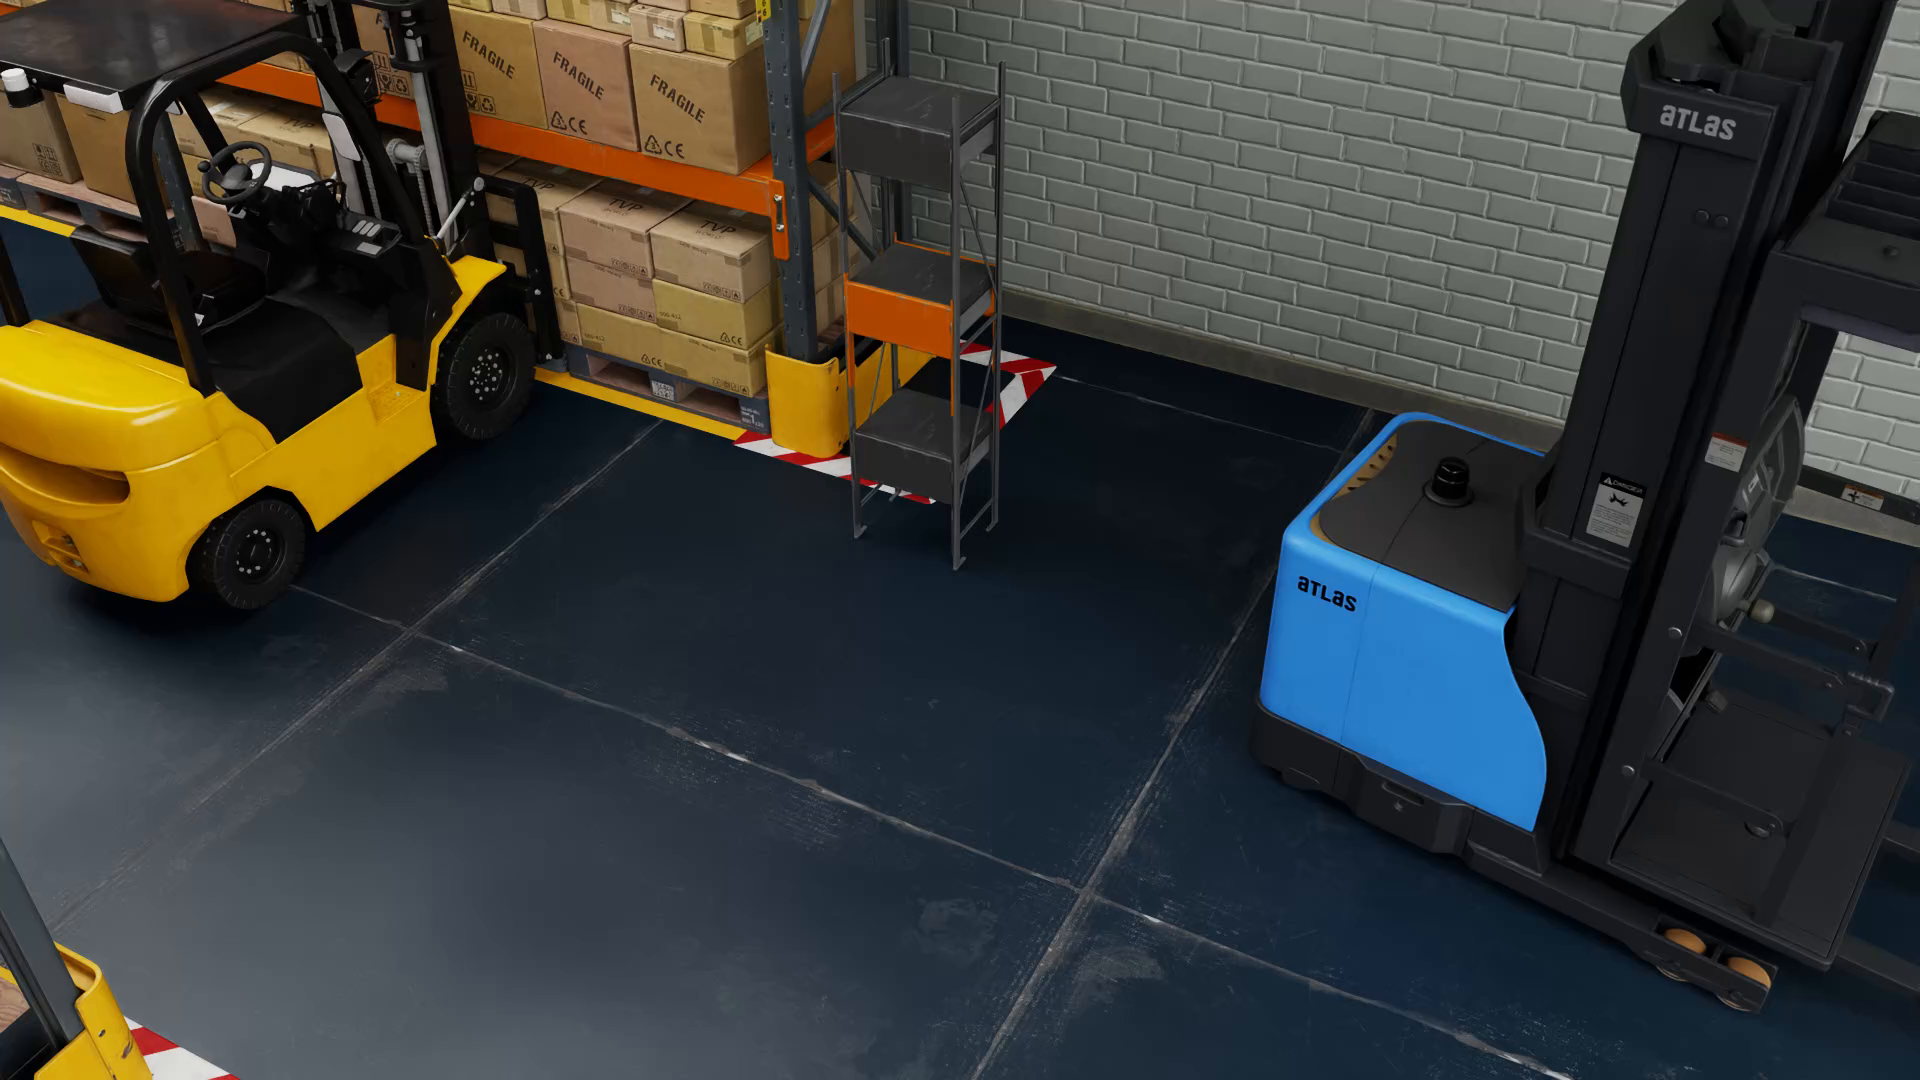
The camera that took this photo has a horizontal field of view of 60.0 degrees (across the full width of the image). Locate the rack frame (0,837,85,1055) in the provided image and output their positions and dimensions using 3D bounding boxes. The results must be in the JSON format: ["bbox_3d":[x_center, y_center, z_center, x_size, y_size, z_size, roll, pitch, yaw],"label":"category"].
[{"bbox_3d":[-2.793,0.736,3.799,0.127,3.000,1.000,17,41,21],"label":"rack frame"}]

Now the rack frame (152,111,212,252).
[{"bbox_3d":[-4.066,-3.042,8.776,0.127,3.000,1.000,17,41,21],"label":"rack frame"}]

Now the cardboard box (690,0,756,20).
[{"bbox_3d":[-0.929,-2.333,6.977,0.250,0.149,0.380,17,41,22],"label":"cardboard box"}]

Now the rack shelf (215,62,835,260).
[{"bbox_3d":[-2.290,-2.199,8.261,4.000,0.370,1.077,17,41,21],"label":"rack shelf"}]

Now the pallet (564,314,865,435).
[{"bbox_3d":[-1.212,-1.009,8.405,1.213,0.211,1.003,17,41,21],"label":"pallet"}]

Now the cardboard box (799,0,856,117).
[{"bbox_3d":[-0.826,-2.256,7.659,0.500,0.500,0.500,19,41,23],"label":"cardboard box"}]

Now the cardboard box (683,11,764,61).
[{"bbox_3d":[-0.951,-2.174,7.014,0.250,0.149,0.380,18,41,22],"label":"cardboard box"}]

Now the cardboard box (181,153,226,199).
[{"bbox_3d":[-3.778,-2.013,8.934,0.500,0.250,0.500,17,40,21],"label":"cardboard box"}]

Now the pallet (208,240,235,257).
[{"bbox_3d":[-3.379,-1.688,9.299,1.213,0.211,1.003,17,41,21],"label":"pallet"}]

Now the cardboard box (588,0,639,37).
[{"bbox_3d":[-1.394,-2.334,7.225,0.250,0.149,0.380,18,41,22],"label":"cardboard box"}]

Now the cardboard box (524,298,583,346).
[{"bbox_3d":[-1.954,-1.250,8.343,0.500,0.250,0.500,18,41,22],"label":"cardboard box"}]

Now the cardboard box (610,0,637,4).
[{"bbox_3d":[-1.407,-2.443,7.122,0.250,0.149,0.380,18,41,22],"label":"cardboard box"}]

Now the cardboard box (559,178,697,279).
[{"bbox_3d":[-1.523,-1.499,7.844,0.500,0.250,0.500,18,41,22],"label":"cardboard box"}]

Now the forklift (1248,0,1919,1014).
[{"bbox_3d":[2.549,-0.043,4.882,3.031,2.935,1.130,24,43,28],"label":"forklift"}]

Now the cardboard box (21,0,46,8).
[{"bbox_3d":[-4.634,-2.982,8.821,0.500,0.250,0.500,18,41,22],"label":"cardboard box"}]

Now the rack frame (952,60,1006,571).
[{"bbox_3d":[0.070,-0.814,6.586,0.015,2.100,0.400,17,41,21],"label":"rack frame"}]

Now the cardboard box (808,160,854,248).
[{"bbox_3d":[-0.854,-1.635,8.023,0.500,0.250,0.500,17,40,21],"label":"cardboard box"}]

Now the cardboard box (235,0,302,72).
[{"bbox_3d":[-3.322,-2.682,8.220,0.500,0.500,0.500,18,41,22],"label":"cardboard box"}]

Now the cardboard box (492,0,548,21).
[{"bbox_3d":[-1.867,-2.458,7.388,0.250,0.149,0.380,16,40,20],"label":"cardboard box"}]

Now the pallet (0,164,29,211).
[{"bbox_3d":[-5.826,-2.454,10.308,1.213,0.211,1.003,17,41,21],"label":"pallet"}]

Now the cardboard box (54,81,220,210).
[{"bbox_3d":[-4.534,-2.402,9.551,0.625,0.625,0.875,19,41,23],"label":"cardboard box"}]

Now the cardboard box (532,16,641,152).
[{"bbox_3d":[-1.528,-2.115,7.472,0.500,0.500,0.500,19,41,23],"label":"cardboard box"}]

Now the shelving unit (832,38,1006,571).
[{"bbox_3d":[-0.147,-0.882,6.676,0.503,2.100,0.431,17,41,21],"label":"shelving unit"}]

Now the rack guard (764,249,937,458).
[{"bbox_3d":[-0.493,-0.927,8.058,0.348,0.500,1.175,17,41,21],"label":"rack guard"}]

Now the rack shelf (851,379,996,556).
[{"bbox_3d":[-0.147,-0.314,7.107,0.480,0.518,0.431,17,41,21],"label":"rack shelf"}]

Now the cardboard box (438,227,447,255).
[{"bbox_3d":[-2.441,-1.587,8.373,0.500,0.250,0.500,17,40,21],"label":"cardboard box"}]

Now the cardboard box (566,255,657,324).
[{"bbox_3d":[-1.530,-1.314,8.013,0.500,0.250,0.500,17,40,21],"label":"cardboard box"}]

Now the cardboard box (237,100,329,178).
[{"bbox_3d":[-3.331,-2.062,8.585,0.500,0.250,0.500,17,41,22],"label":"cardboard box"}]

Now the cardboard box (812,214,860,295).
[{"bbox_3d":[-0.836,-1.443,8.184,0.500,0.250,0.500,18,41,22],"label":"cardboard box"}]

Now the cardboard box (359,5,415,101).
[{"bbox_3d":[-2.435,-2.391,7.836,0.500,0.500,0.500,18,41,22],"label":"cardboard box"}]

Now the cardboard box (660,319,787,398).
[{"bbox_3d":[-1.077,-0.963,7.964,0.500,0.250,0.500,18,41,22],"label":"cardboard box"}]

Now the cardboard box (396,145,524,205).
[{"bbox_3d":[-2.422,-1.779,8.213,0.500,0.250,0.500,17,40,21],"label":"cardboard box"}]

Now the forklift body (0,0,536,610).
[{"bbox_3d":[-3.037,-1.139,6.972,1.214,2.155,2.313,17,41,21],"label":"forklift body"}]
